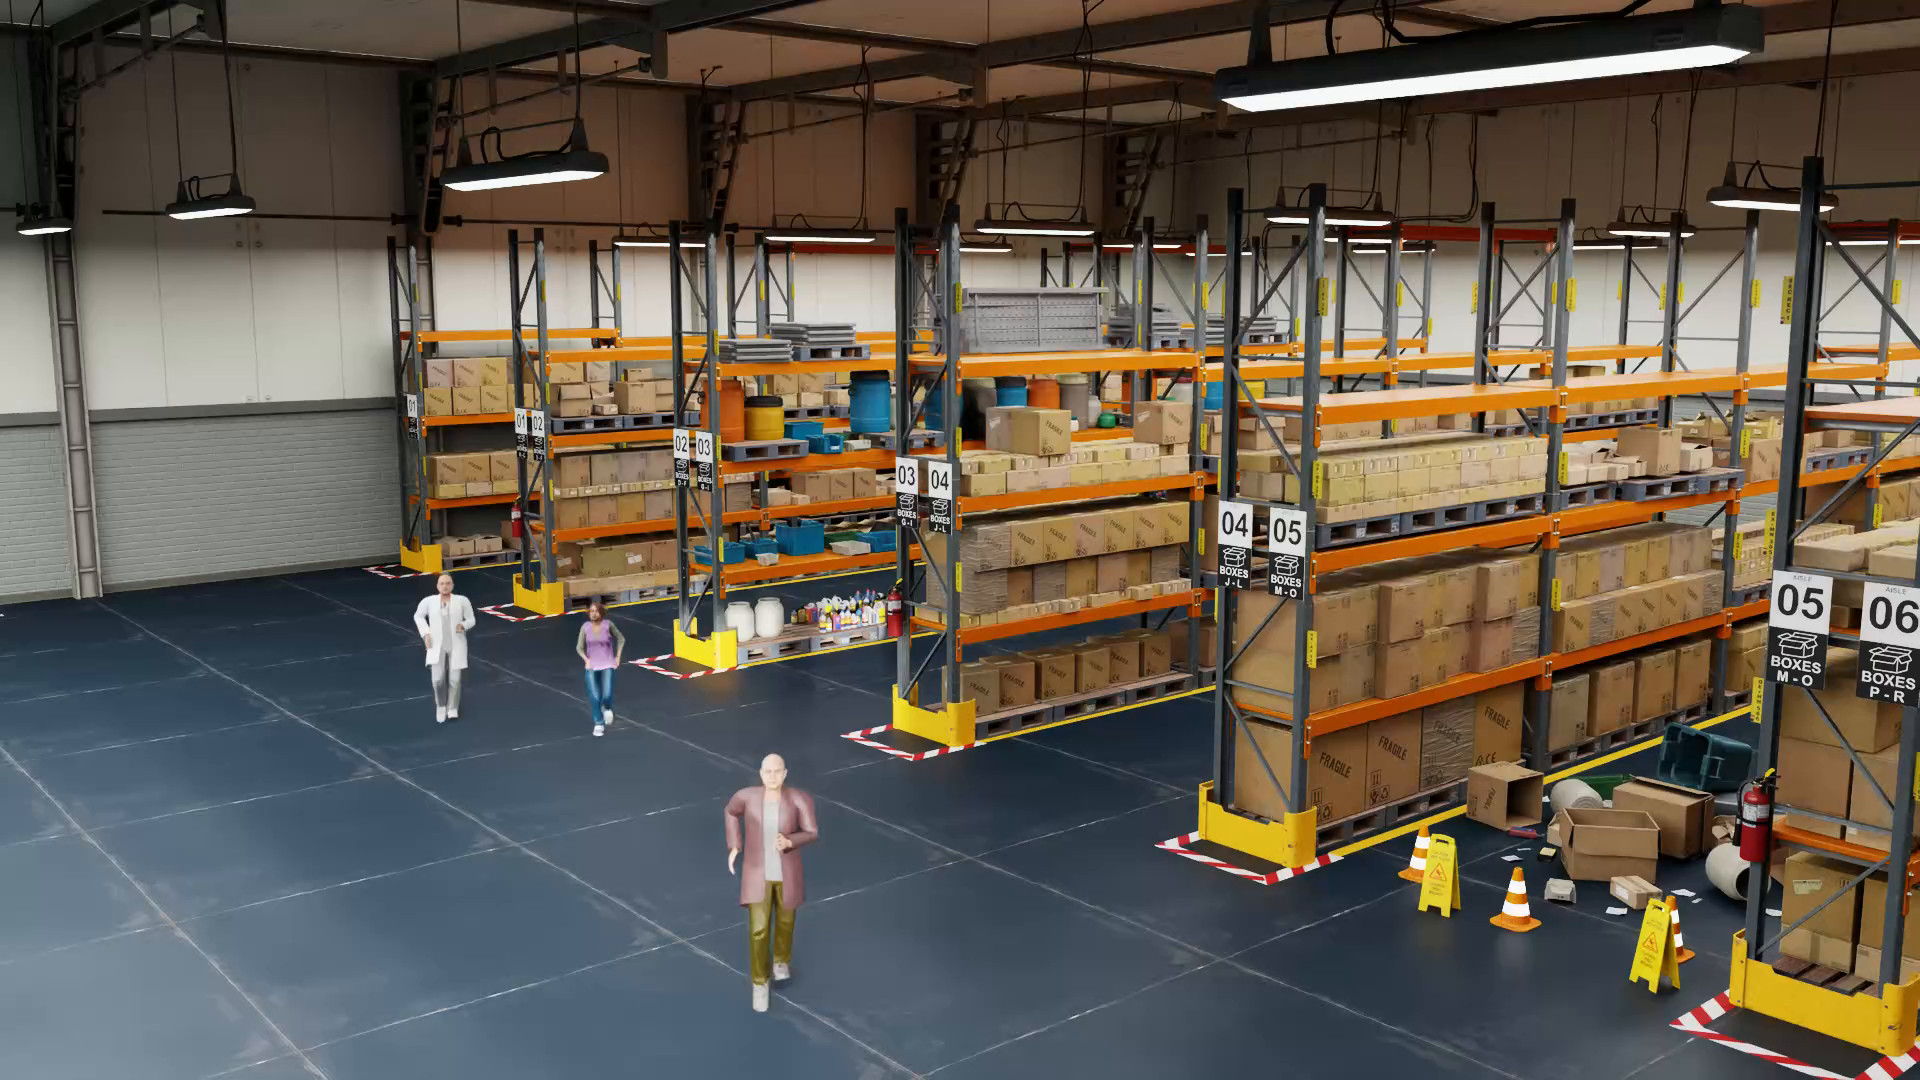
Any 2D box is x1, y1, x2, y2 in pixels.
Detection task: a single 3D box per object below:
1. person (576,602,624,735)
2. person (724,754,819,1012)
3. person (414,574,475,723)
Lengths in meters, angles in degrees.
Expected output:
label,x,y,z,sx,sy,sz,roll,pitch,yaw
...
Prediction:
label,x,y,z,sx,sy,sz,roll,pitch,yaw
person,-4.129,1.487,19.073,0.539,1.566,0.537,-1,9,-6
person,-1.360,2.456,12.076,0.668,1.842,0.825,-1,9,-9
person,-6.062,1.299,19.622,0.689,1.774,0.691,-3,9,-17
